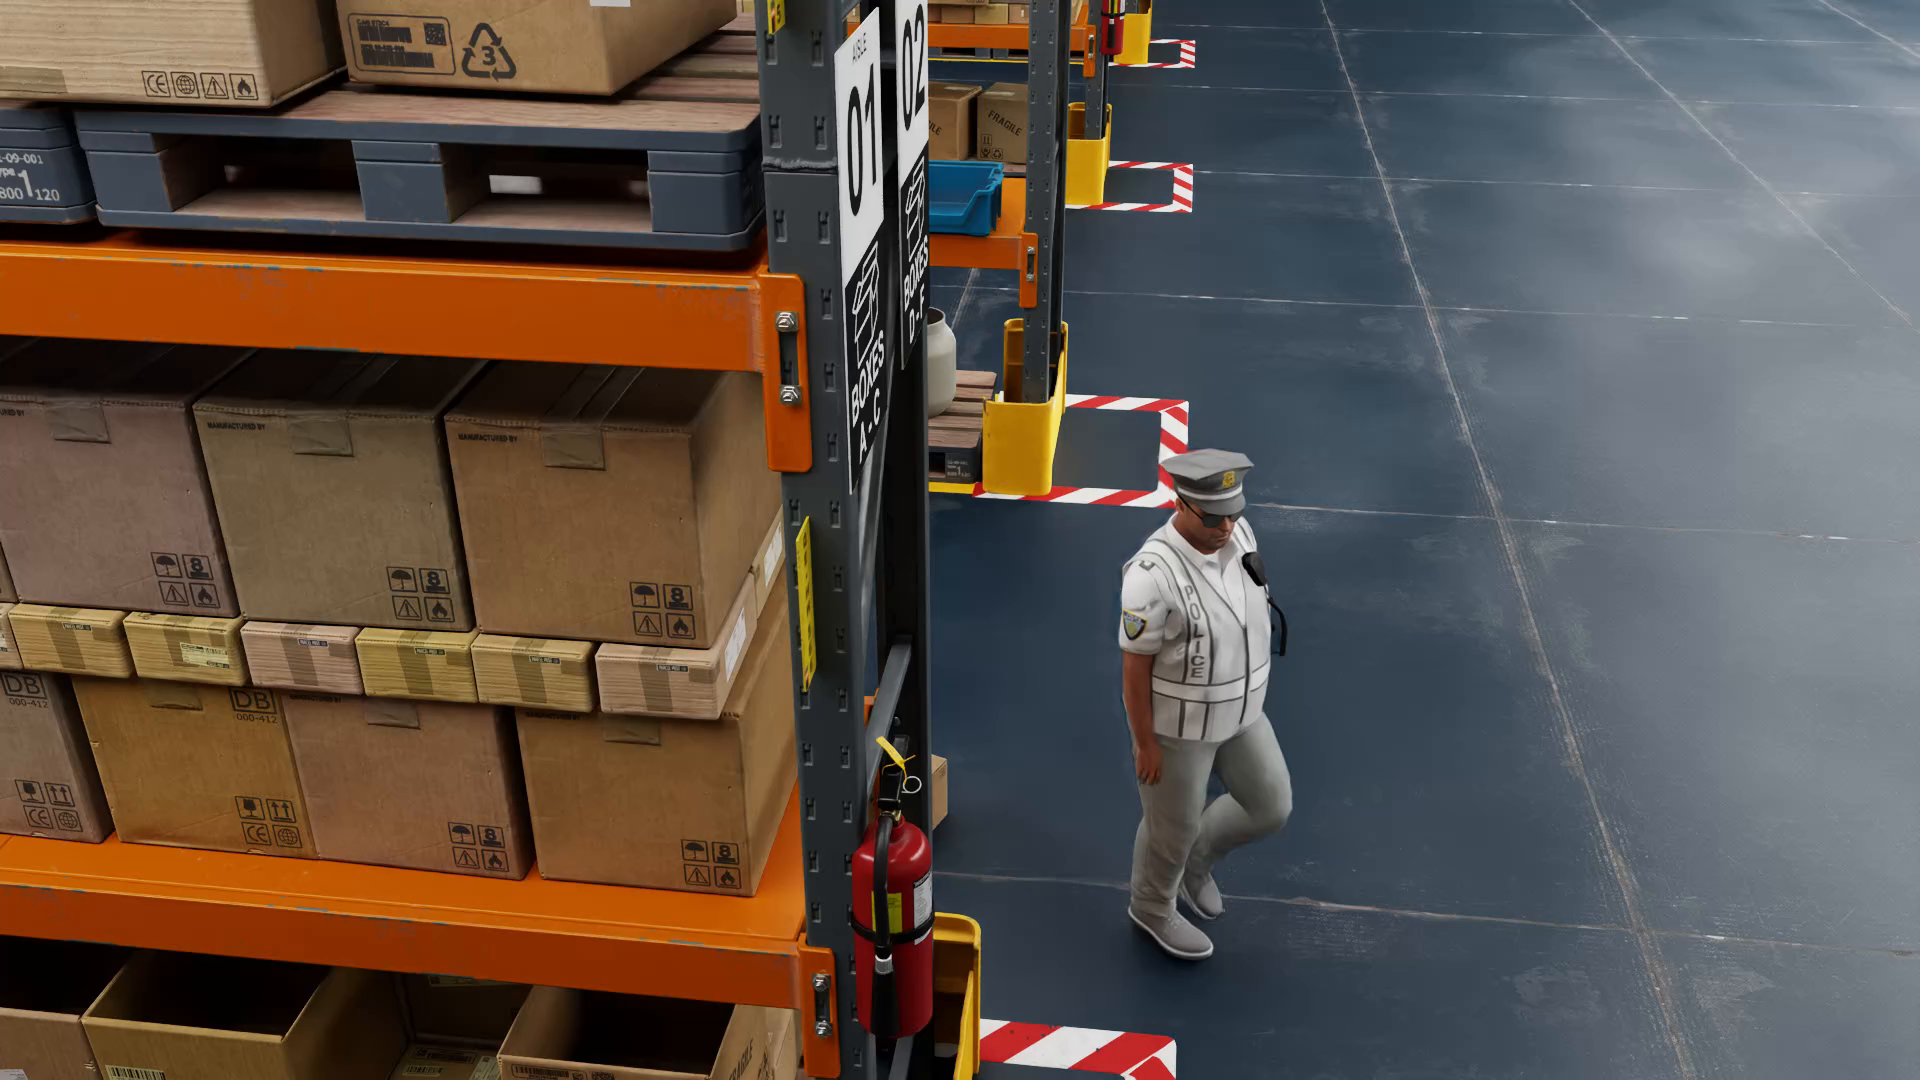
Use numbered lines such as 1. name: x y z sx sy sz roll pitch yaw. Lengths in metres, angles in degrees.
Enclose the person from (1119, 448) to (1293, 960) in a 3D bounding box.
1. person: 0.748 0.548 5.076 0.575 1.785 0.452 -22 35 -35
